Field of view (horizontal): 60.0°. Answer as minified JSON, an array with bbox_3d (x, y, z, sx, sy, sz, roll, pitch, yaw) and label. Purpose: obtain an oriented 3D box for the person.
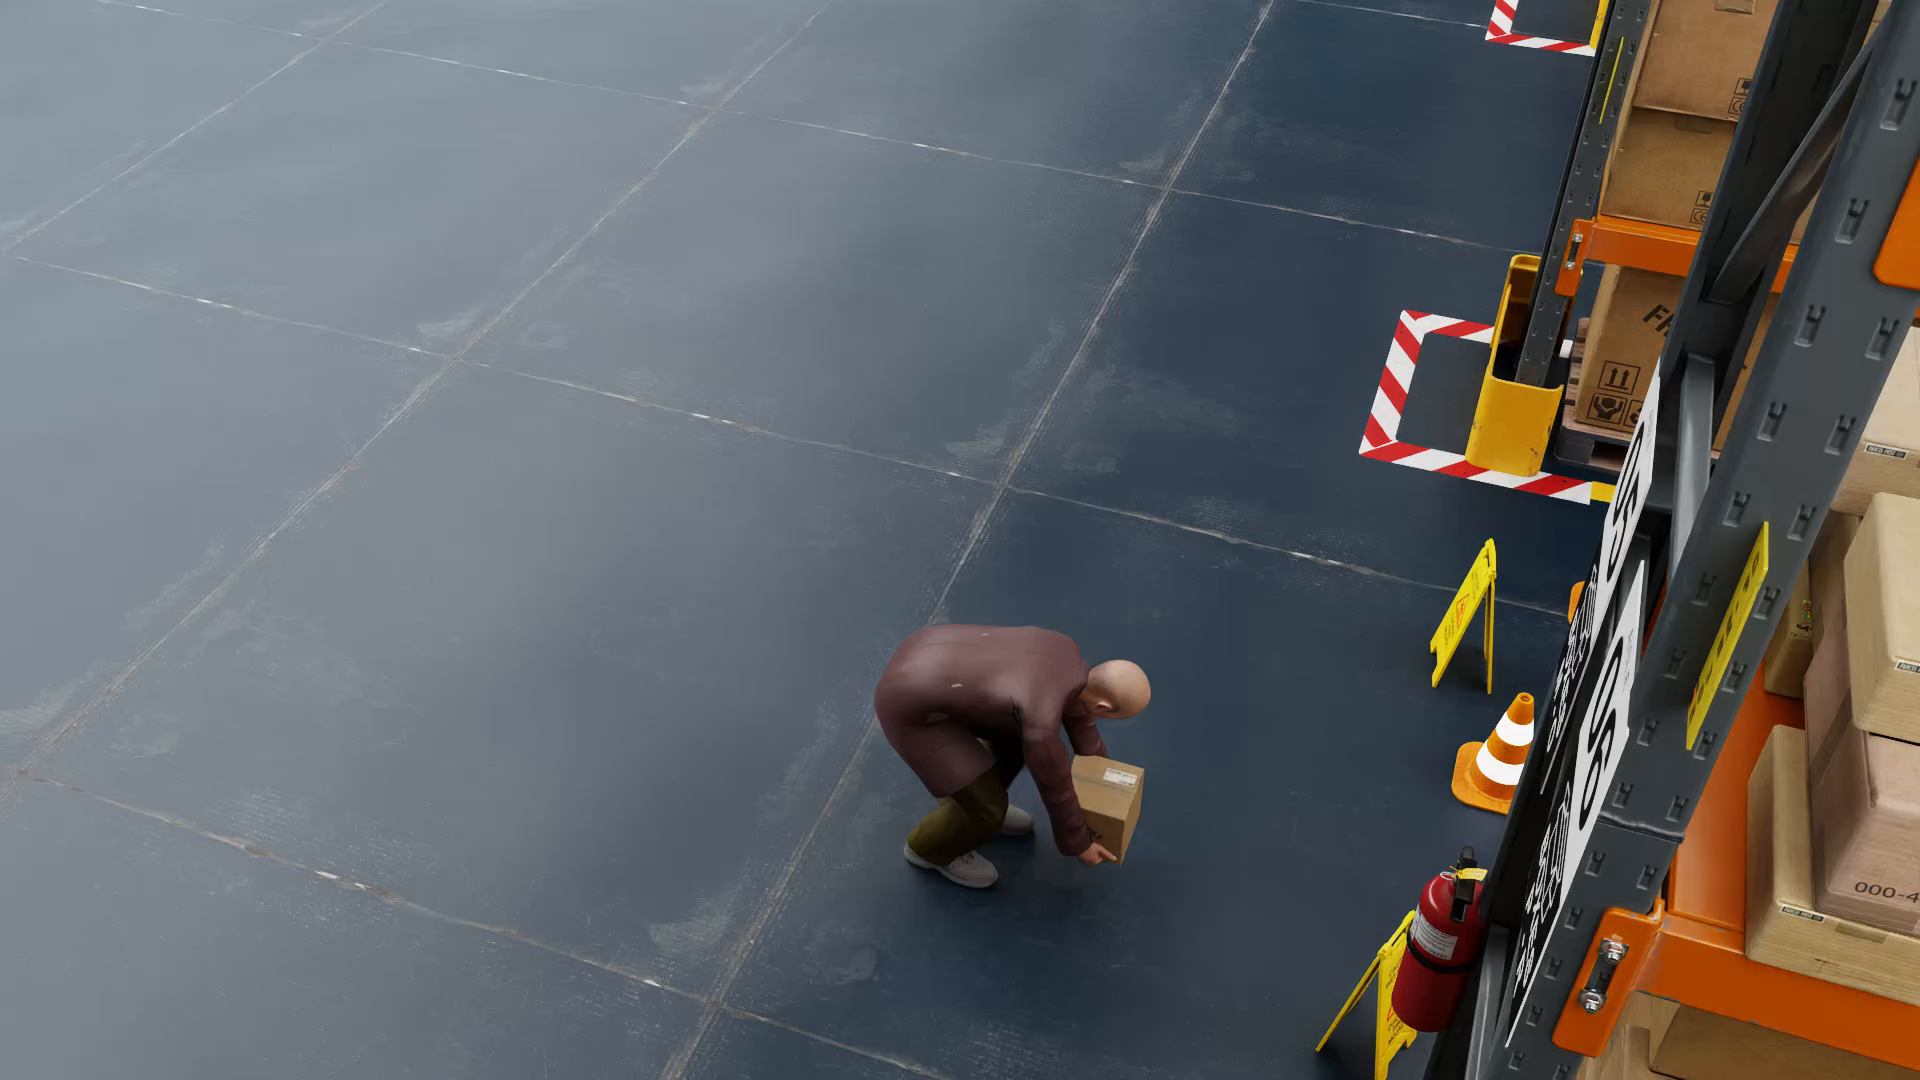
[{"bbox_3d":[0.169,0.766,5.838,0.941,1.055,0.584,12,42,13],"label":"person"}]
